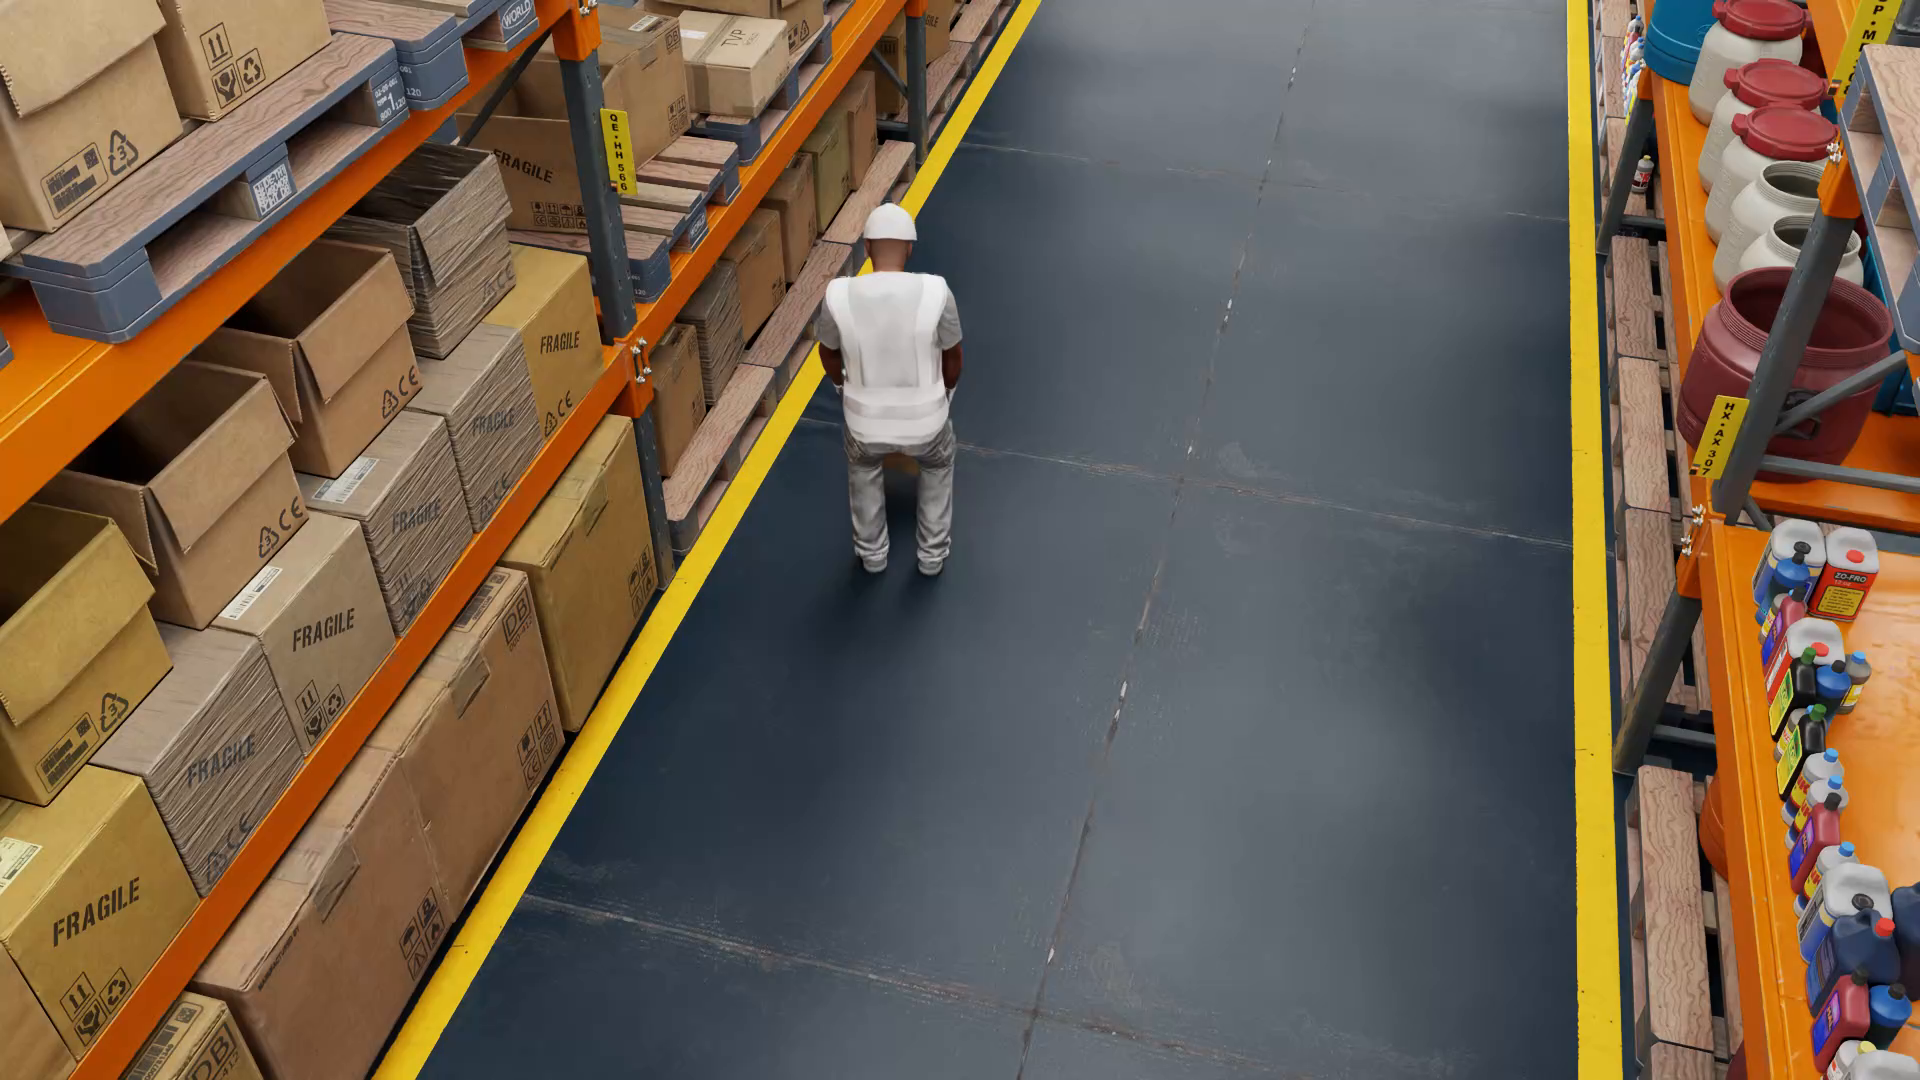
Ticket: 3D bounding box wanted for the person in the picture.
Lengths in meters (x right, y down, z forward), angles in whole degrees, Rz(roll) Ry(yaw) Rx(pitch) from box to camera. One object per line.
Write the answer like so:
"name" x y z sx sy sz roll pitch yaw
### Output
"person" -0.288 -0.578 6.924 0.594 1.644 0.582 3 41 3
